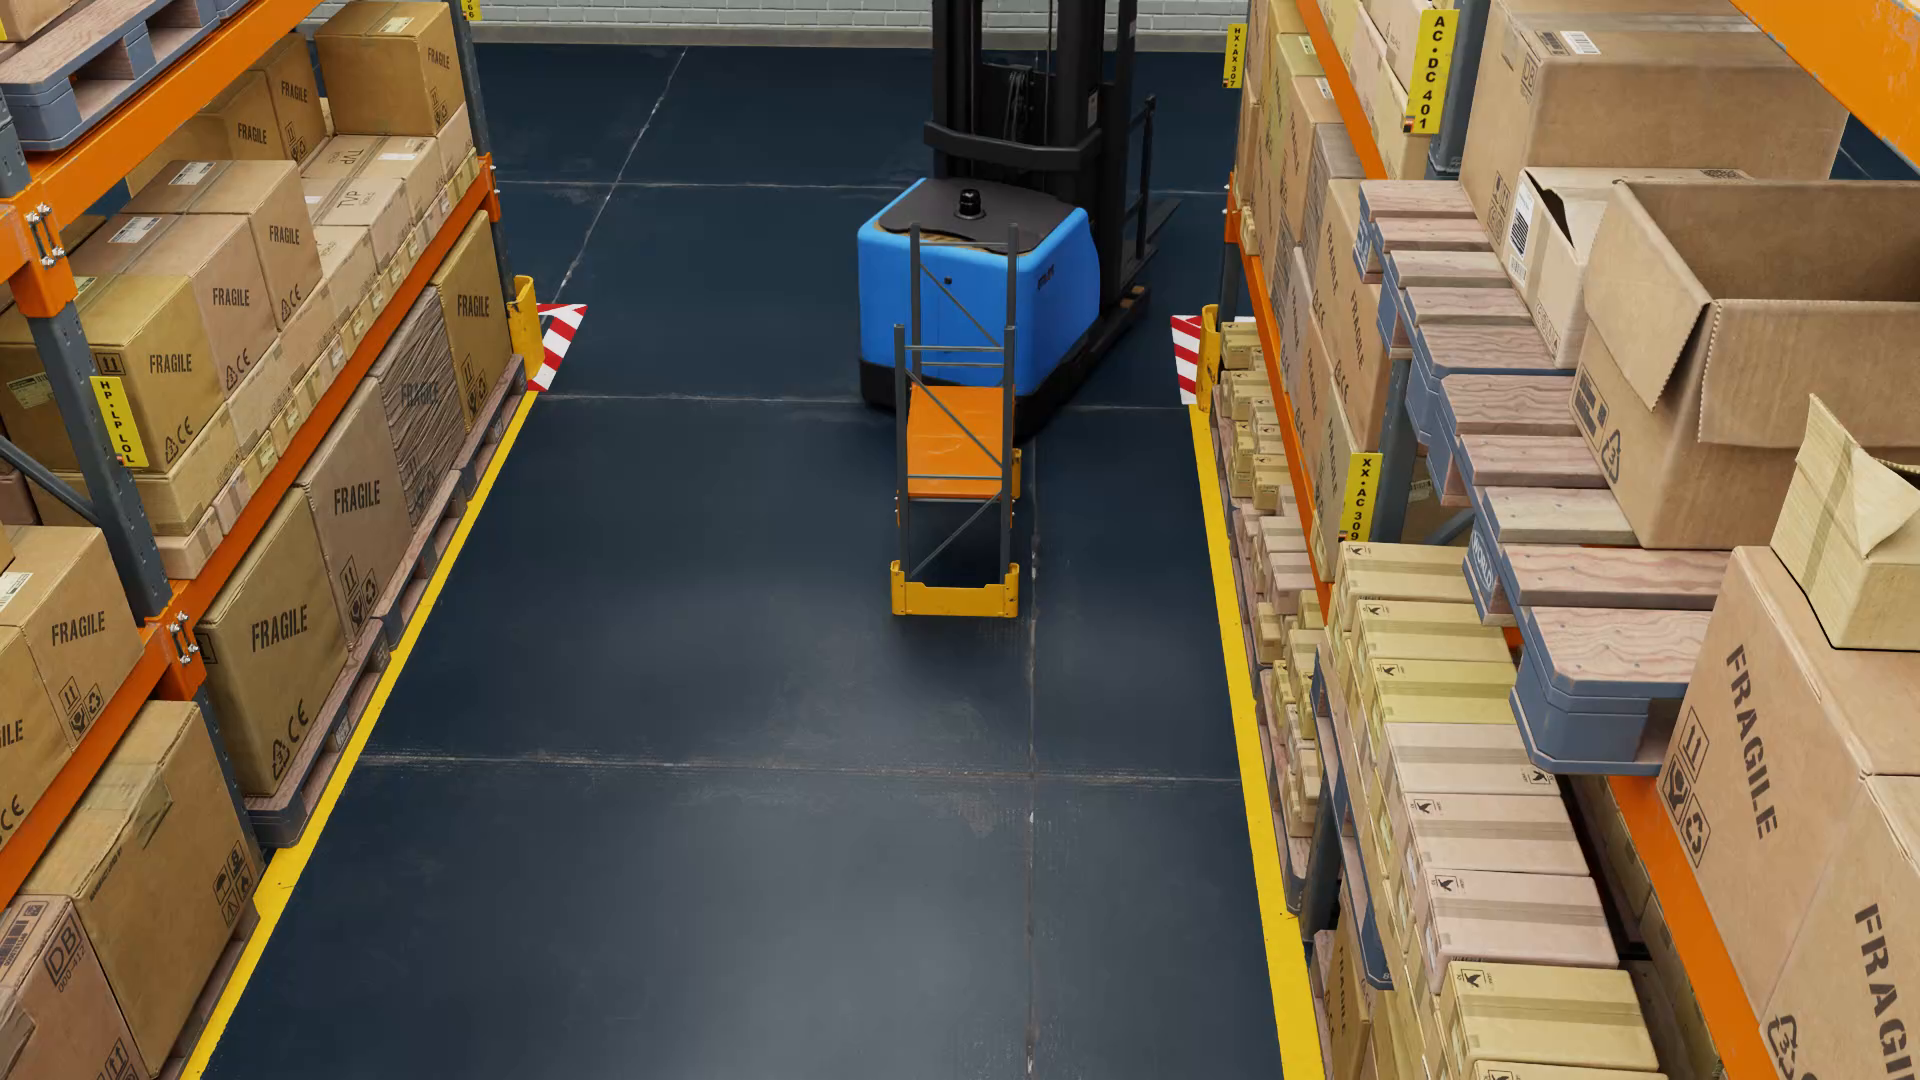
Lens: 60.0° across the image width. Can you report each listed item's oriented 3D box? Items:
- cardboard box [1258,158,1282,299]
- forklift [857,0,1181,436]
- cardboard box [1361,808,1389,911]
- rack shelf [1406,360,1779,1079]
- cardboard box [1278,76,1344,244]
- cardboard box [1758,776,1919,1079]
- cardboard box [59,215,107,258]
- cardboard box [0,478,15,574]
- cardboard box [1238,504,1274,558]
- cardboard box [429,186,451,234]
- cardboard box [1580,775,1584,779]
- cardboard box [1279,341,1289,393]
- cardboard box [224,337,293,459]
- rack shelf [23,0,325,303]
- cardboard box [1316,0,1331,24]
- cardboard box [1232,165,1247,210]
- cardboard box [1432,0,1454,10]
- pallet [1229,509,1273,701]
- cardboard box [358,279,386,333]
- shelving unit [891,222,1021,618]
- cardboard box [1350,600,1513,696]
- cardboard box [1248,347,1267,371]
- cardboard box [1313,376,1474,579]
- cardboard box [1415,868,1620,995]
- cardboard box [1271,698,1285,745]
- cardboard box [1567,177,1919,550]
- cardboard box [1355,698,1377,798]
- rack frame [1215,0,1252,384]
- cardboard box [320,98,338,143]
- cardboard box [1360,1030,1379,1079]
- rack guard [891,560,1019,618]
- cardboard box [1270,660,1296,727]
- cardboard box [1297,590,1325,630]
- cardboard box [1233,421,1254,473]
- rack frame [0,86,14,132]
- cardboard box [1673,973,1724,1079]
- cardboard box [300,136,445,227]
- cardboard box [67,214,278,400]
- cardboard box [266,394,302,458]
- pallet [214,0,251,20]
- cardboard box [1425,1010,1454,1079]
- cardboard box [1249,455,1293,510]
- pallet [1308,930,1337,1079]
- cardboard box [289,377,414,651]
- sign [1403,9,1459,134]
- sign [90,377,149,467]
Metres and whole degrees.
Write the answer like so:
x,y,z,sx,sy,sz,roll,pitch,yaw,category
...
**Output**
x,y,z,sx,sy,sz,roll,pitch,yaw,category
1.602,-1.383,7.263,0.500,0.500,0.500,2,35,3,cardboard box
0.527,-2.595,9.393,1.130,2.935,3.031,15,38,20,forklift
1.258,0.831,4.312,0.380,0.149,0.250,2,35,2,cardboard box
1.683,0.453,3.013,1.077,0.370,4.000,1,35,2,rack shelf
1.567,-1.500,6.560,0.500,0.500,0.500,0,35,0,cardboard box
1.379,0.646,2.027,0.500,0.500,0.500,1,35,2,cardboard box
-3.413,-0.861,6.085,0.500,0.500,0.500,2,35,2,cardboard box
-3.206,-0.019,4.710,0.797,0.503,0.637,0,35,1,cardboard box
1.520,-0.043,7.817,0.380,0.149,0.250,0,35,0,cardboard box
-2.733,-1.624,8.171,0.380,0.149,0.250,1,35,2,cardboard box
1.936,0.550,4.712,0.380,0.149,0.250,2,35,2,cardboard box
1.532,-0.729,6.898,0.380,0.149,0.250,2,35,3,cardboard box
-2.883,-0.545,6.289,0.500,0.250,0.500,1,35,2,cardboard box
-3.108,-2.017,6.529,1.077,0.370,4.000,1,35,2,rack shelf
1.586,-2.080,6.122,0.500,0.250,0.500,1,35,2,cardboard box
1.584,-1.780,8.392,0.380,0.149,0.250,1,35,2,cardboard box
1.503,-1.482,4.491,0.380,0.149,0.250,0,35,0,cardboard box
1.801,0.289,7.656,1.003,0.211,1.213,1,35,2,pallet
-2.775,-1.040,7.340,0.380,0.149,0.250,2,35,3,cardboard box
-0.003,-0.570,7.756,0.587,1.500,1.083,1,35,2,shelving unit
1.283,0.301,4.549,0.380,0.149,0.250,2,35,3,cardboard box
1.673,-0.855,8.455,0.380,0.149,0.250,2,35,3,cardboard box
1.501,-0.210,5.594,0.500,0.500,0.500,1,35,2,cardboard box
1.237,0.883,3.720,0.380,0.149,0.250,3,35,4,cardboard box
1.479,0.698,6.762,0.380,0.149,0.250,0,35,0,cardboard box
1.570,-0.320,3.032,0.797,0.503,0.637,1,35,1,cardboard box
1.270,0.560,4.440,0.380,0.149,0.250,2,35,3,cardboard box
1.924,-2.061,8.574,1.000,3.000,0.127,1,35,2,rack frame
-3.317,-2.024,8.393,0.500,0.250,0.500,0,35,1,cardboard box
1.449,1.811,4.874,0.500,0.500,0.500,3,35,4,cardboard box
-0.023,0.228,7.709,0.587,0.250,0.087,1,35,2,rack guard
1.450,0.612,6.626,0.380,0.149,0.250,0,35,0,cardboard box
1.580,0.340,6.754,0.380,0.149,0.250,2,35,3,cardboard box
1.539,-0.449,8.136,0.380,0.149,0.250,2,35,3,cardboard box
-3.188,-2.390,3.824,1.000,3.000,0.127,1,35,2,rack frame
1.896,1.150,3.859,0.380,0.149,0.250,3,35,4,cardboard box
-2.803,-1.718,7.957,0.500,0.250,0.500,1,35,1,cardboard box
-2.886,-0.854,6.077,0.500,0.500,0.500,1,35,2,cardboard box
-2.815,-0.448,6.498,0.380,0.149,0.250,0,35,1,cardboard box
-3.093,-2.295,6.375,1.003,0.211,1.213,1,35,2,pallet
1.227,1.161,3.584,0.380,0.149,0.250,1,35,1,cardboard box
1.531,-0.260,7.608,0.380,0.149,0.250,2,35,3,cardboard box
1.734,1.826,5.469,1.003,0.211,1.213,1,35,2,pallet
-3.046,-0.132,7.312,0.875,0.875,0.875,1,35,2,cardboard box
1.221,-1.210,4.304,0.100,0.325,0.005,1,35,2,sign
-2.646,-0.370,5.229,0.100,0.325,0.005,1,35,2,sign
